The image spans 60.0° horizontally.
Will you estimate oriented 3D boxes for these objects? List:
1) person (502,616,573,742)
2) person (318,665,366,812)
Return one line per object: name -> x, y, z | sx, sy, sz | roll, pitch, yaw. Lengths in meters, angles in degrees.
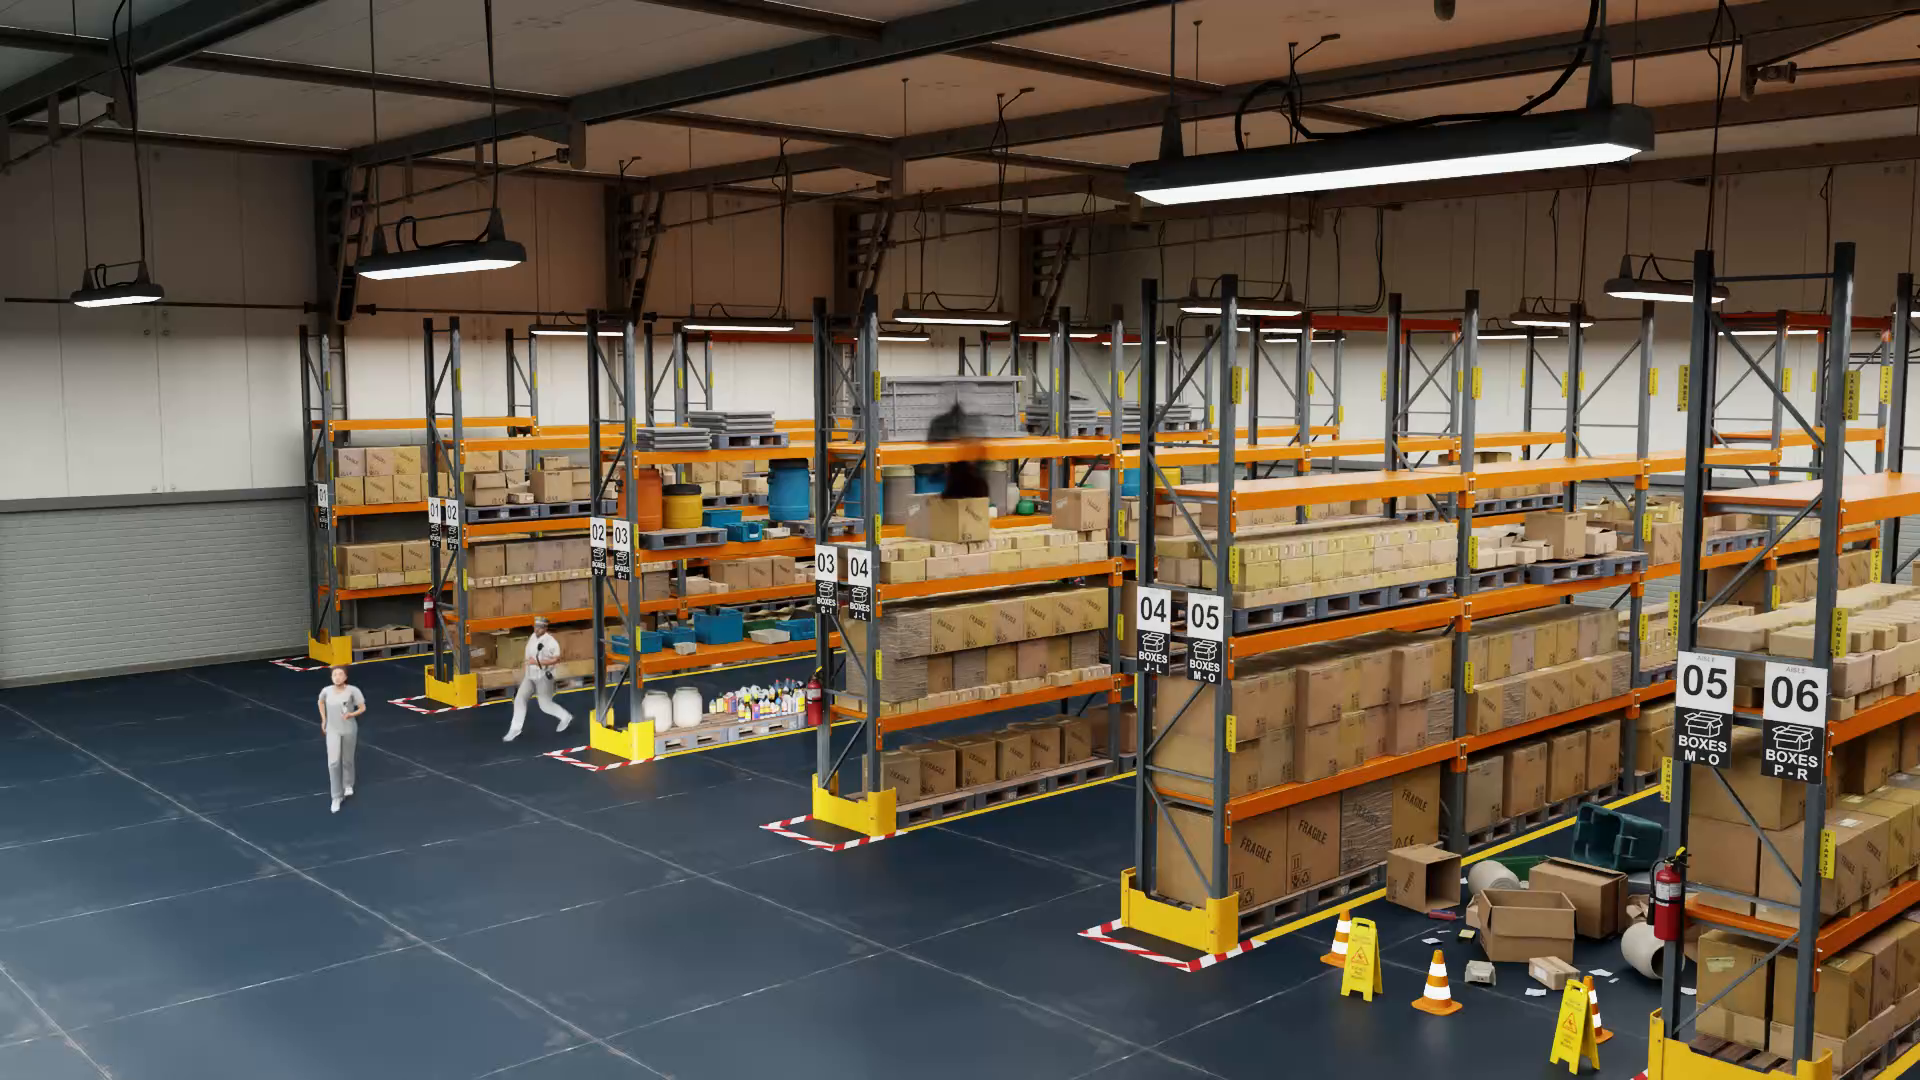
person -> -5.913, 1.939, 23.474 | 0.680, 1.771, 0.967 | 4, 7, 36
person -> -7.384, 2.331, 19.903 | 0.554, 1.718, 0.796 | -2, 6, -16
